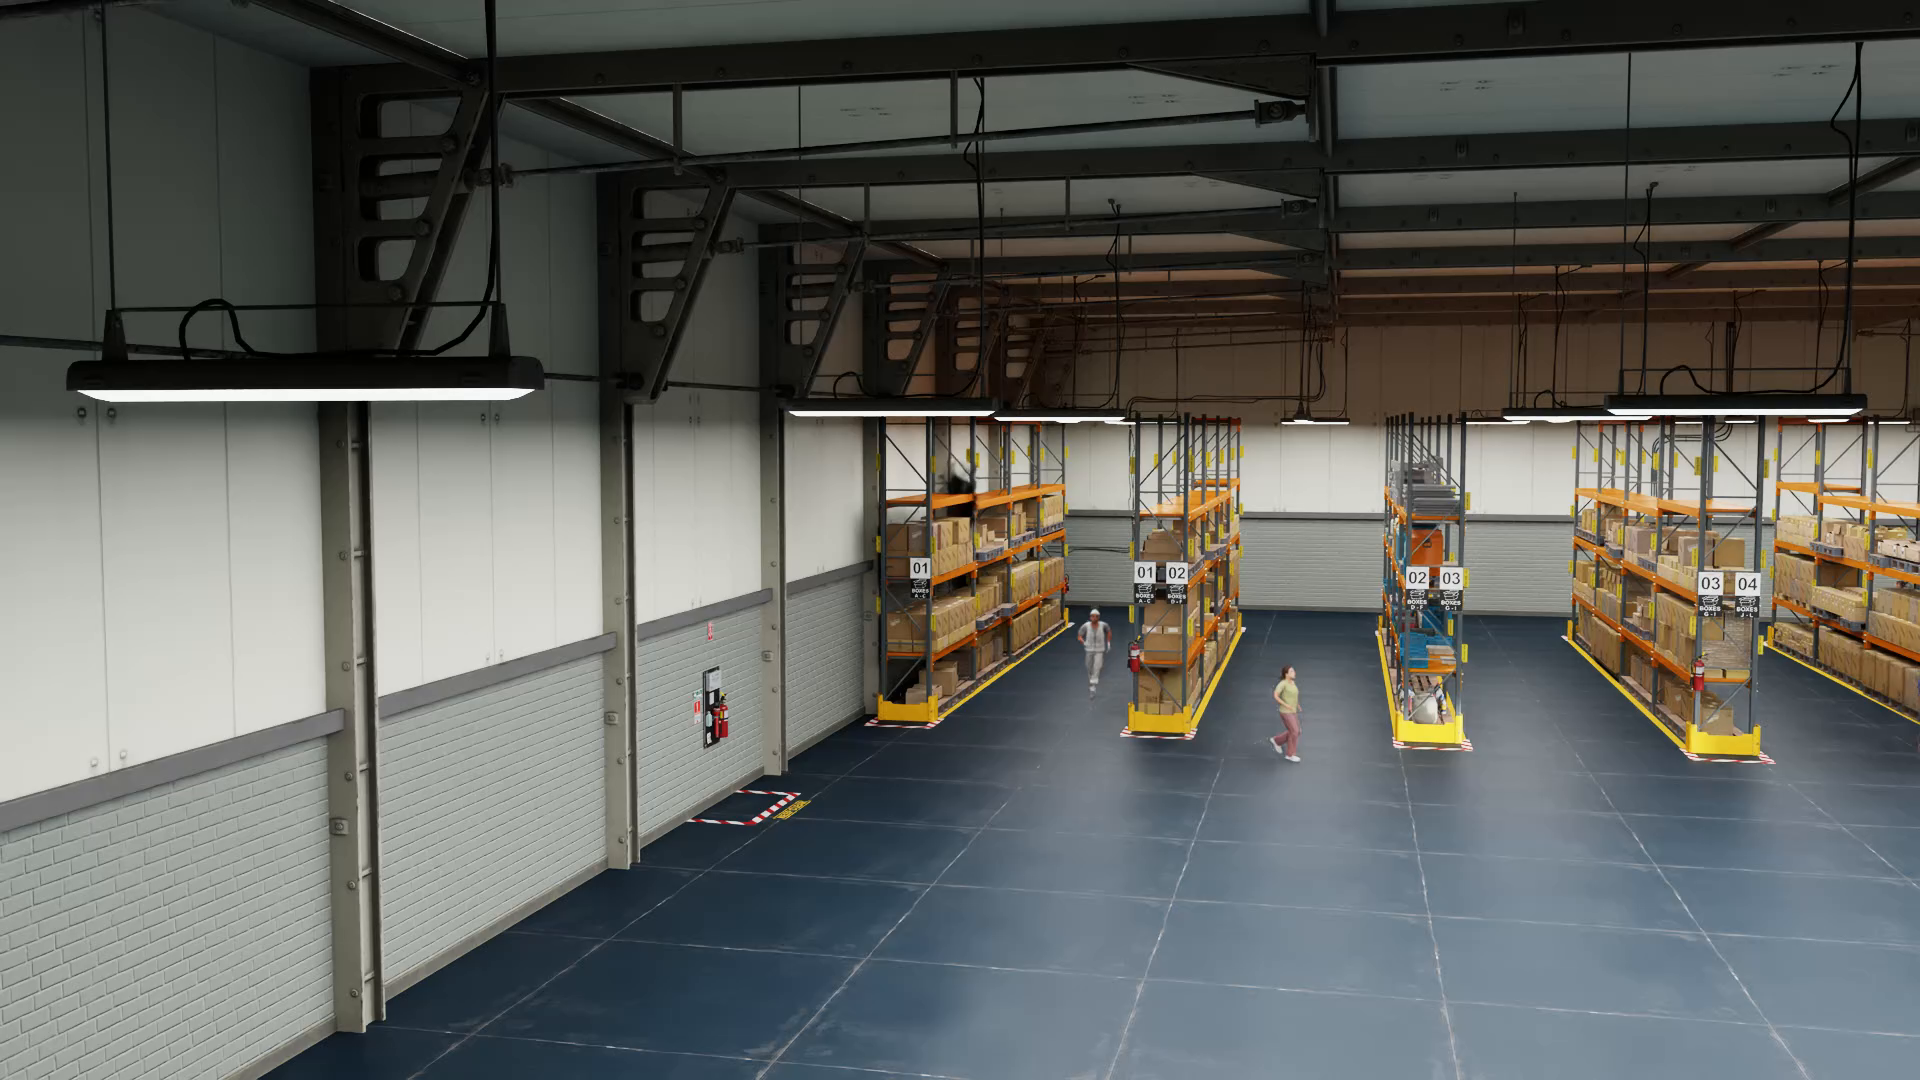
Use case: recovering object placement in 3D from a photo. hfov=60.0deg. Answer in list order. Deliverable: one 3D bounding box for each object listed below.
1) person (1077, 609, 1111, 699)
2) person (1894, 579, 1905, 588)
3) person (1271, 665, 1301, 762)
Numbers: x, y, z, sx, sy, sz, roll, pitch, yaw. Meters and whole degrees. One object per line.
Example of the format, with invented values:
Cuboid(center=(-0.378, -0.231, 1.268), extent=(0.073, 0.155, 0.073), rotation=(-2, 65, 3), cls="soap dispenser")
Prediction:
Cuboid(center=(2.733, 2.285, 33.852), extent=(0.685, 1.777, 1.044), rotation=(0, 4, 6), cls="person")
Cuboid(center=(25.073, 1.892, 44.231), extent=(0.853, 1.692, 0.566), rotation=(2, 4, 25), cls="person")
Cuboid(center=(5.596, 2.973, 28.640), extent=(0.618, 1.635, 0.589), rotation=(3, 5, 40), cls="person")
